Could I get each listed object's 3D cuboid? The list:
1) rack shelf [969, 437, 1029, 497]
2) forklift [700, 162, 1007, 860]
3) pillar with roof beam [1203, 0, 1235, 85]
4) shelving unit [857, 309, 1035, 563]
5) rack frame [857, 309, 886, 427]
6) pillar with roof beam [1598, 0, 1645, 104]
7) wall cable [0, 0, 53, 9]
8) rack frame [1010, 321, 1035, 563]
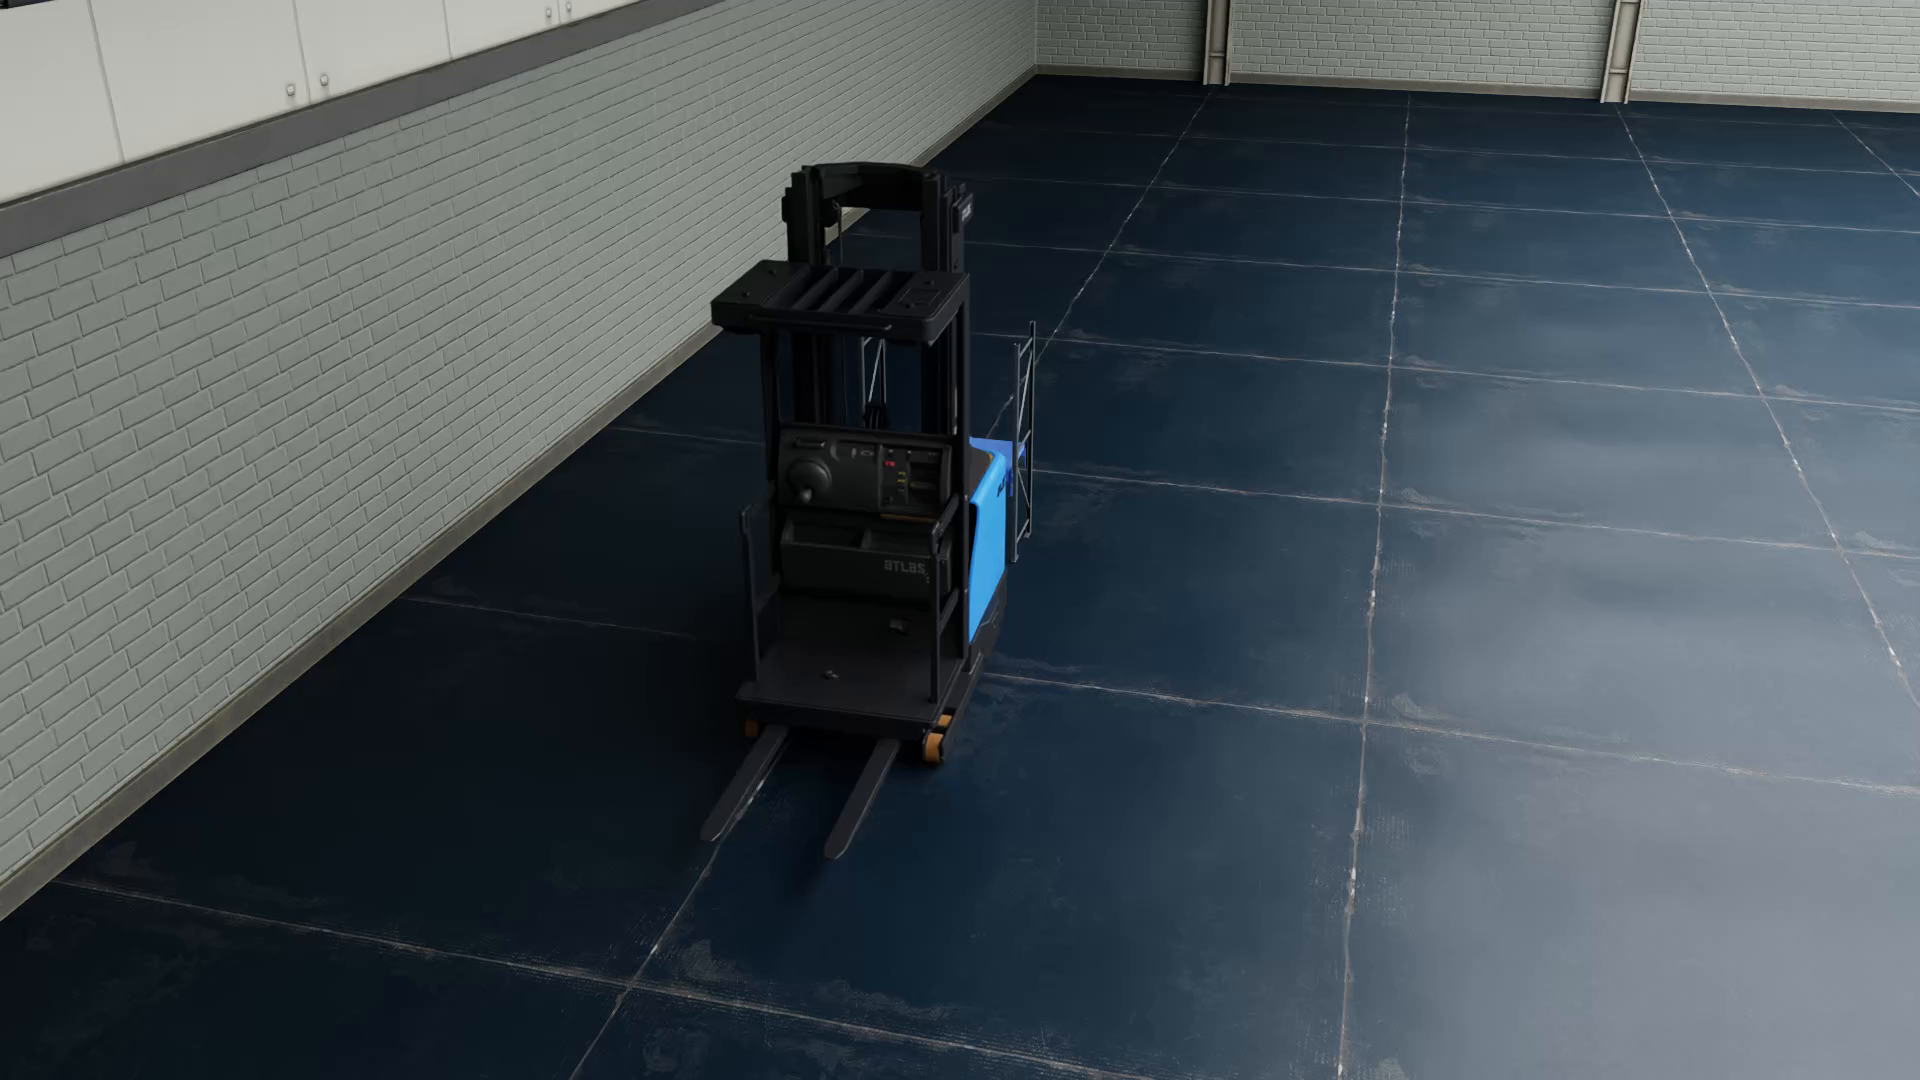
[{"bbox_3d":[-0.083,-0.524,11.024,1.000,0.185,0.538,6,26,13],"label":"rack shelf"},{"bbox_3d":[-0.548,-0.320,8.513,1.130,2.935,3.031,6,26,12],"label":"forklift"},{"bbox_3d":[3.028,-9.577,20.898,0.400,9.000,9.100,6,26,13],"label":"pillar with roof beam"},{"bbox_3d":[-0.083,-0.686,10.947,1.048,1.500,0.538,6,26,13],"label":"shelving unit"},{"bbox_3d":[-0.575,-0.741,11.061,0.032,1.500,0.500,6,26,13],"label":"rack frame"},{"bbox_3d":[8.839,-8.935,19.548,0.400,9.000,9.100,6,26,13],"label":"pillar with roof beam"},{"bbox_3d":[-3.889,-4.607,6.503,0.169,6.003,2.305,6,26,13],"label":"wall cable"},{"bbox_3d":[0.410,-0.632,10.832,0.032,1.500,0.500,6,26,13],"label":"rack frame"}]
